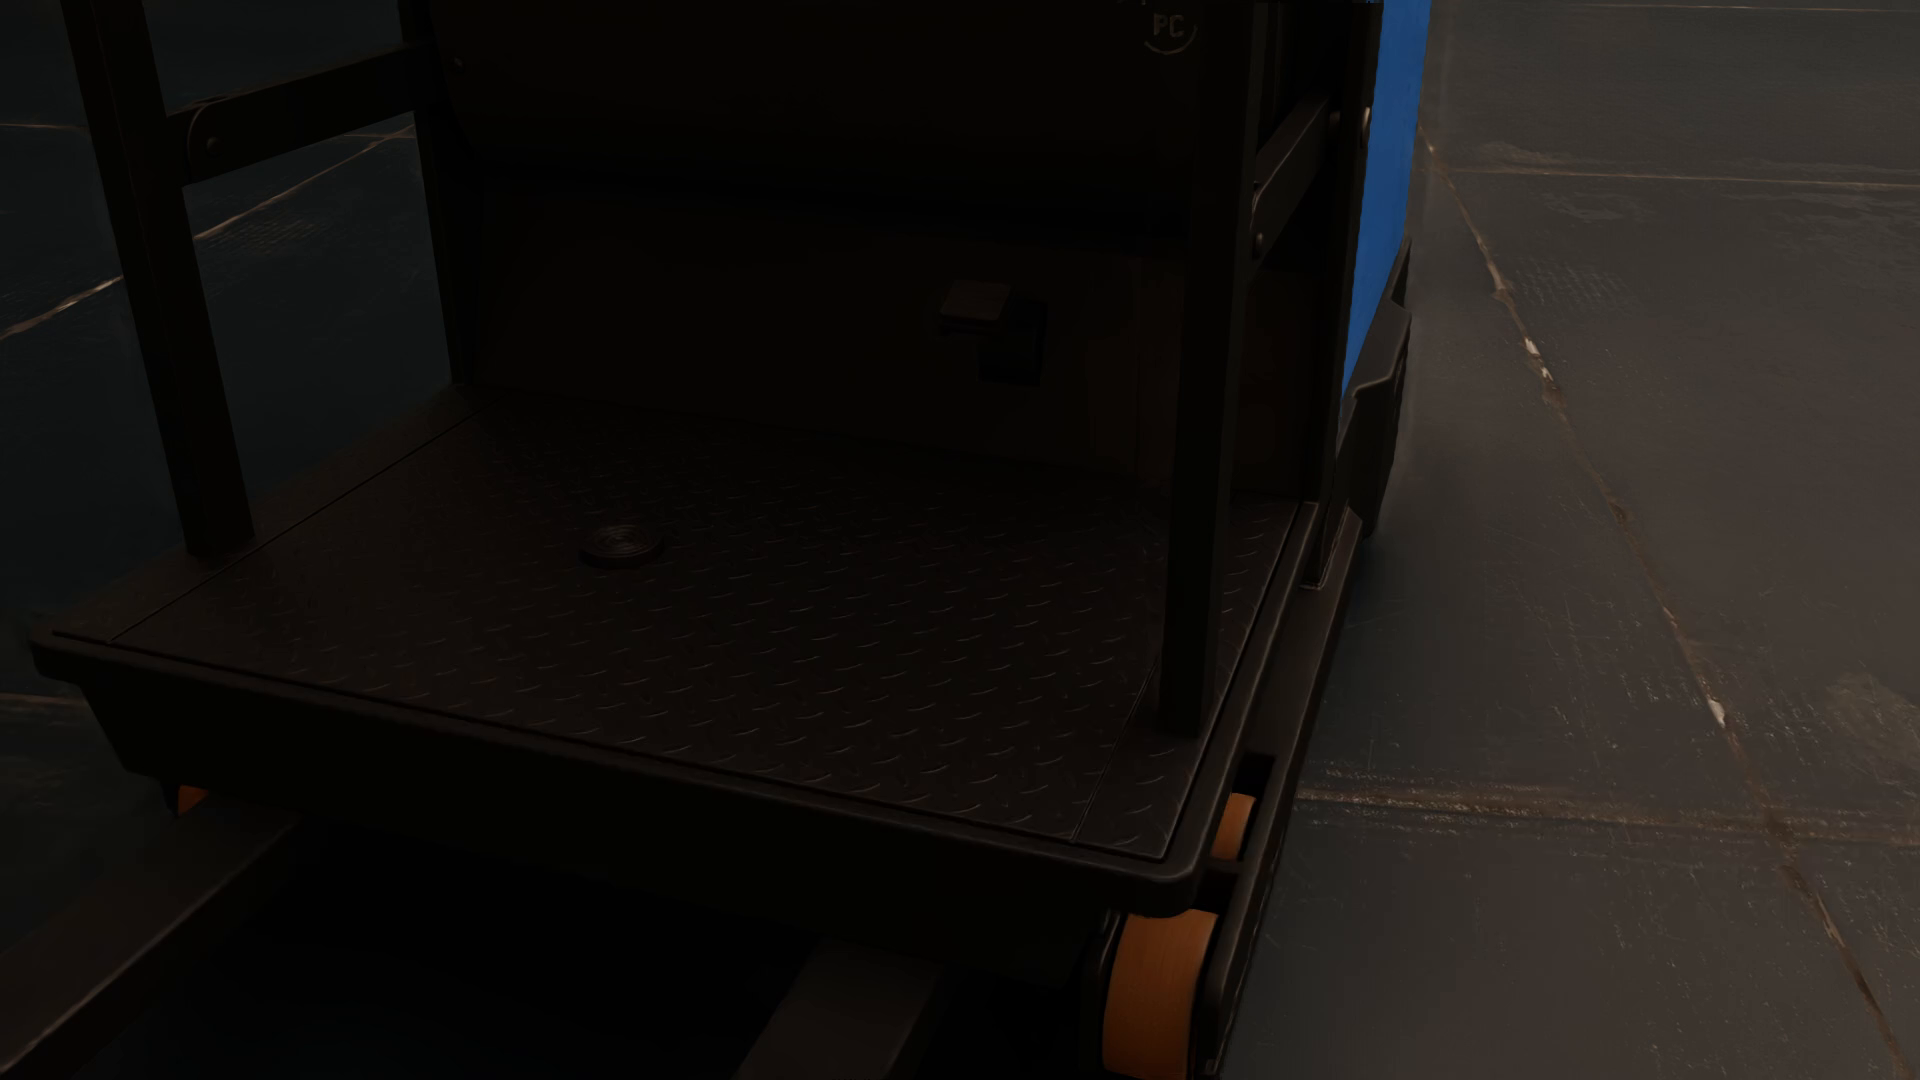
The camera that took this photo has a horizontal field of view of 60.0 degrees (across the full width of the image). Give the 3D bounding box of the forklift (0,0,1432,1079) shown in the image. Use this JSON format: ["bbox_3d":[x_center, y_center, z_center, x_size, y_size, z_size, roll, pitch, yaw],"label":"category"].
[{"bbox_3d":[-0.193,-1.023,1.267,1.130,2.935,3.031,9,28,17],"label":"forklift"}]
